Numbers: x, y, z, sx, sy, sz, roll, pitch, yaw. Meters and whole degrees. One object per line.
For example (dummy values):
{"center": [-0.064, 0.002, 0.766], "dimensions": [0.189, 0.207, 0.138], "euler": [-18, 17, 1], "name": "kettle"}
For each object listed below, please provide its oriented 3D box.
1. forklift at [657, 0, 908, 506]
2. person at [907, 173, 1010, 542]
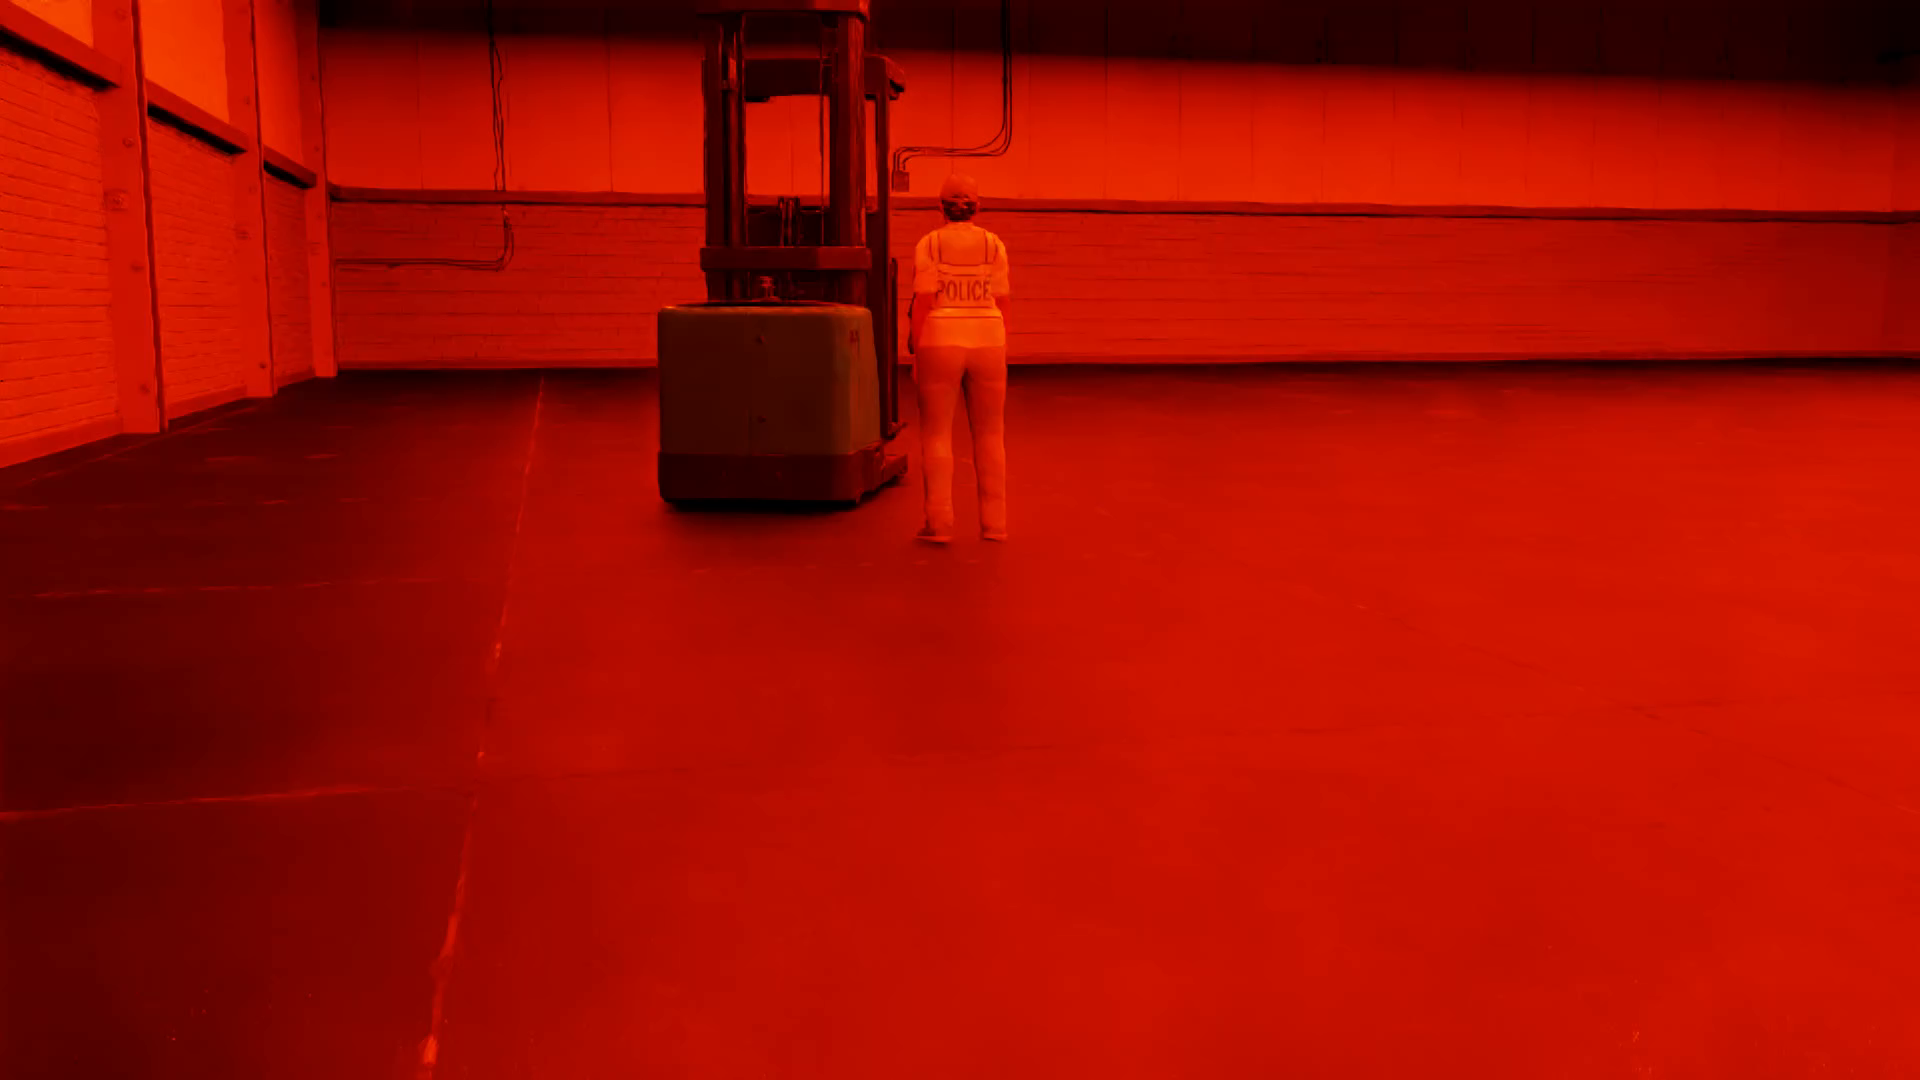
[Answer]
{"center": [-0.923, -1.802, 10.006], "dimensions": [1.130, 2.935, 3.031], "euler": [1, 8, 6], "name": "forklift"}
{"center": [0.002, -0.824, 7.610], "dimensions": [0.482, 1.669, 0.390], "euler": [-2, 8, -13], "name": "person"}
